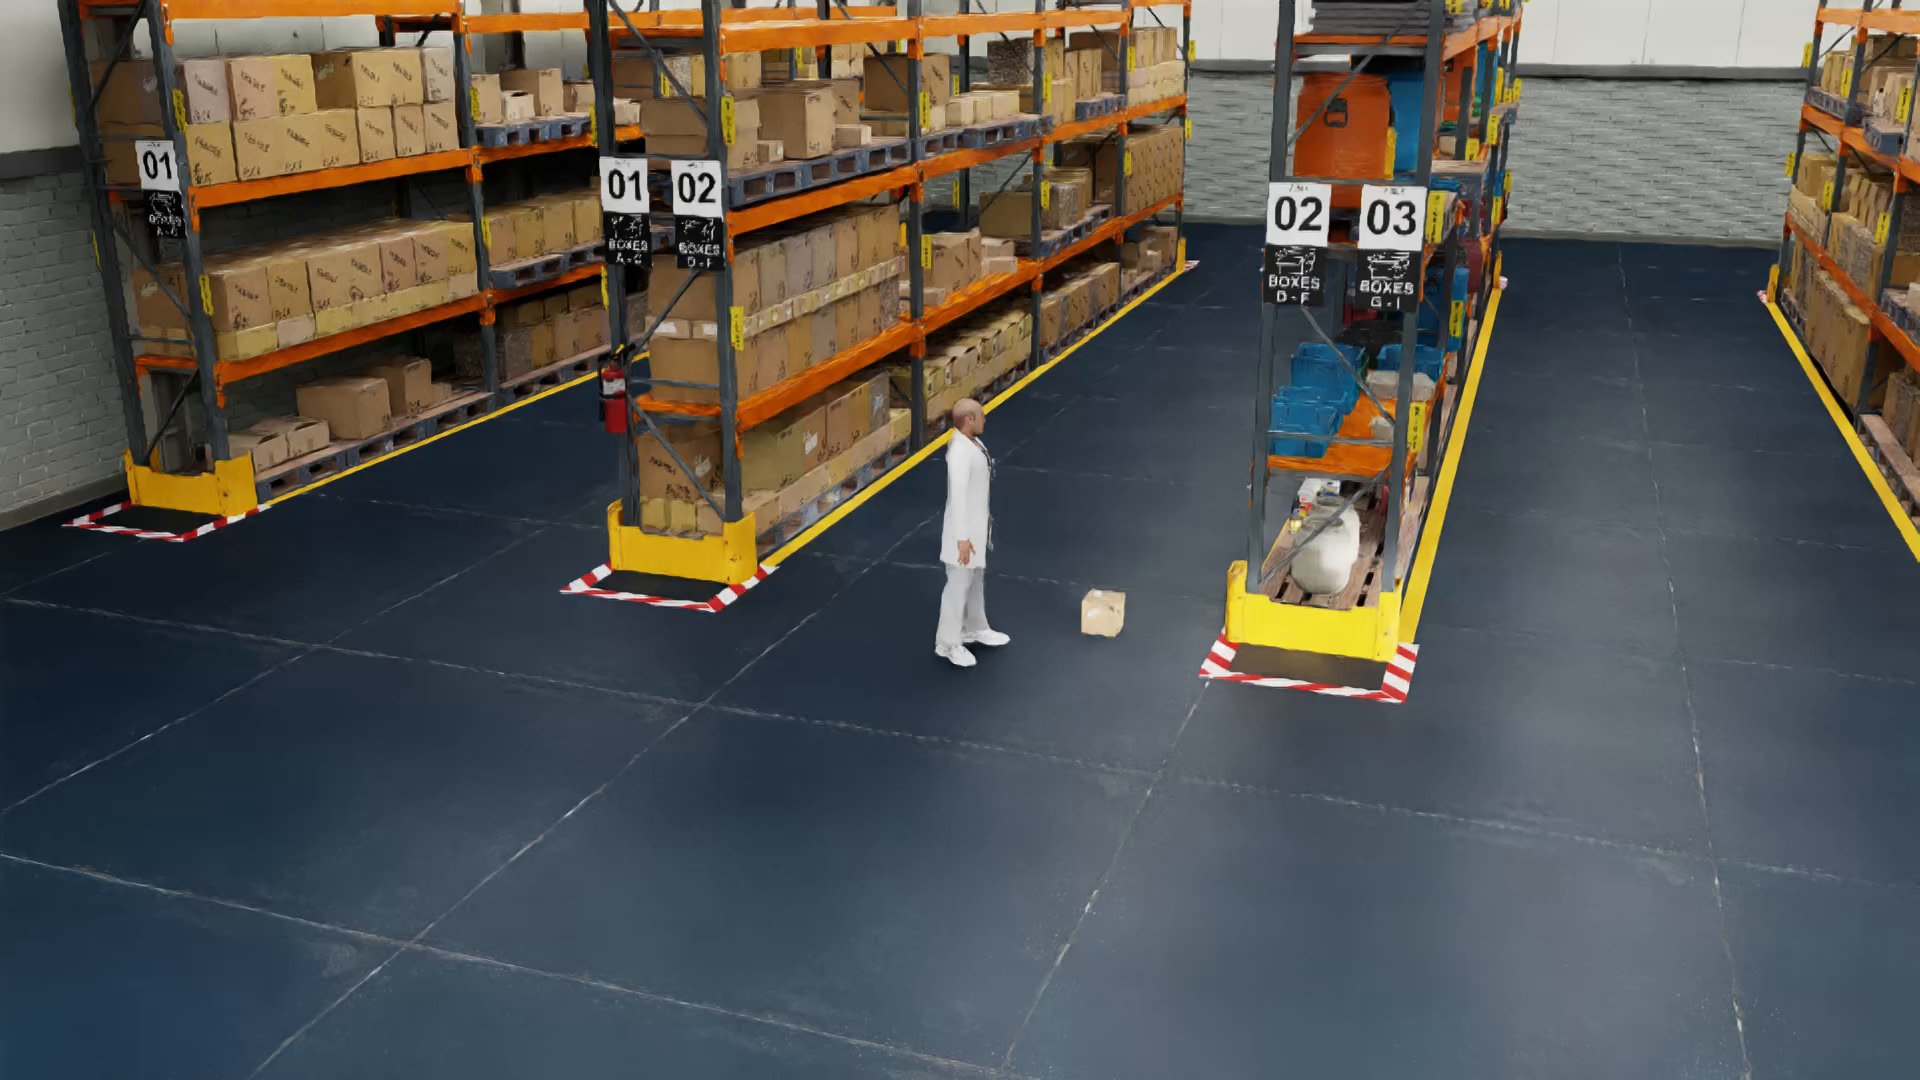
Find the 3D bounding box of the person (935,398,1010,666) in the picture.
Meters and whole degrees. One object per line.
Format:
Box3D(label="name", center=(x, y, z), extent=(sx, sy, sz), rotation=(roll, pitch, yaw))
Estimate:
Box3D(label="person", center=(0.089, -0.090, 11.276), extent=(0.506, 1.786, 0.689), rotation=(2, 18, 5))
